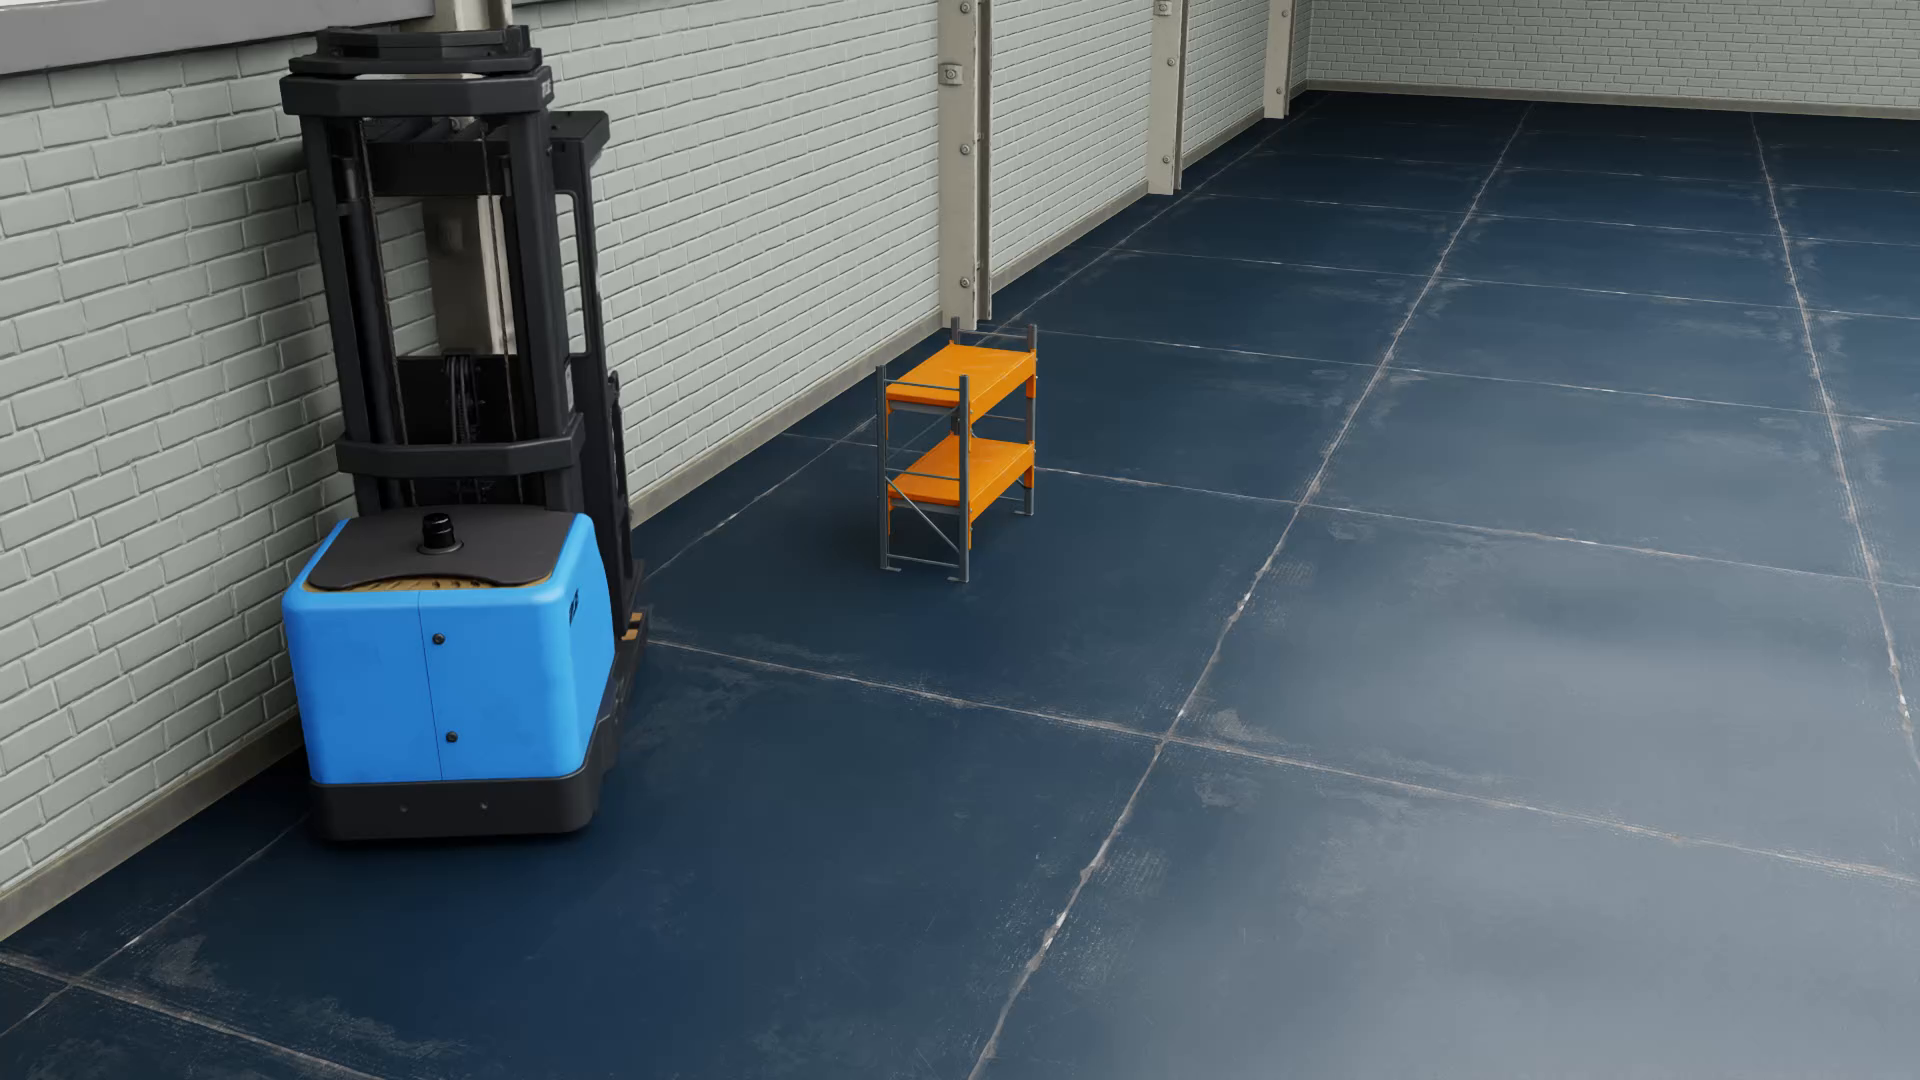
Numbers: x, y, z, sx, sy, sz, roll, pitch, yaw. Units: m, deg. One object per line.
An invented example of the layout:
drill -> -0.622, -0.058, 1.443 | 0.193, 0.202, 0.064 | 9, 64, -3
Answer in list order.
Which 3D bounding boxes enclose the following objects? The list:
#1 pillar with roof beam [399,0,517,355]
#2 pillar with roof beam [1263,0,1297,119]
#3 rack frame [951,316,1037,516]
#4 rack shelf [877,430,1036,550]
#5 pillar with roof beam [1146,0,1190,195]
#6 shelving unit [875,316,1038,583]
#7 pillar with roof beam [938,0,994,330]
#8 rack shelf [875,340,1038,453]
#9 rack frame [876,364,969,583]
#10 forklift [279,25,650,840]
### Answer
pillar with roof beam -> 1.810, -3.150, 5.115 | 9.100, 9.000, 0.400 | 9, 24, 20
pillar with roof beam -> 8.496, -9.591, 20.536 | 9.100, 9.000, 0.400 | 9, 24, 20
rack frame -> 0.186, -0.699, 9.463 | 0.500, 1.125, 0.032 | 9, 24, 20
rack shelf -> -0.003, -0.291, 9.122 | 0.538, 0.278, 1.000 | 9, 24, 20
pillar with roof beam -> 6.267, -7.444, 15.396 | 9.100, 9.000, 0.400 | 9, 24, 20
shelving unit -> -0.003, -0.517, 9.027 | 0.538, 1.125, 1.048 | 9, 24, 20
pillar with roof beam -> 4.039, -5.297, 10.255 | 9.100, 9.000, 0.400 | 9, 24, 20
rack shelf -> -0.003, -0.787, 8.915 | 0.538, 0.278, 1.000 | 9, 24, 20
rack frame -> -0.191, -0.335, 8.592 | 0.500, 1.125, 0.032 | 9, 24, 20
forklift -> -2.044, -0.735, 7.207 | 1.130, 2.935, 3.031 | -1, 23, -3
